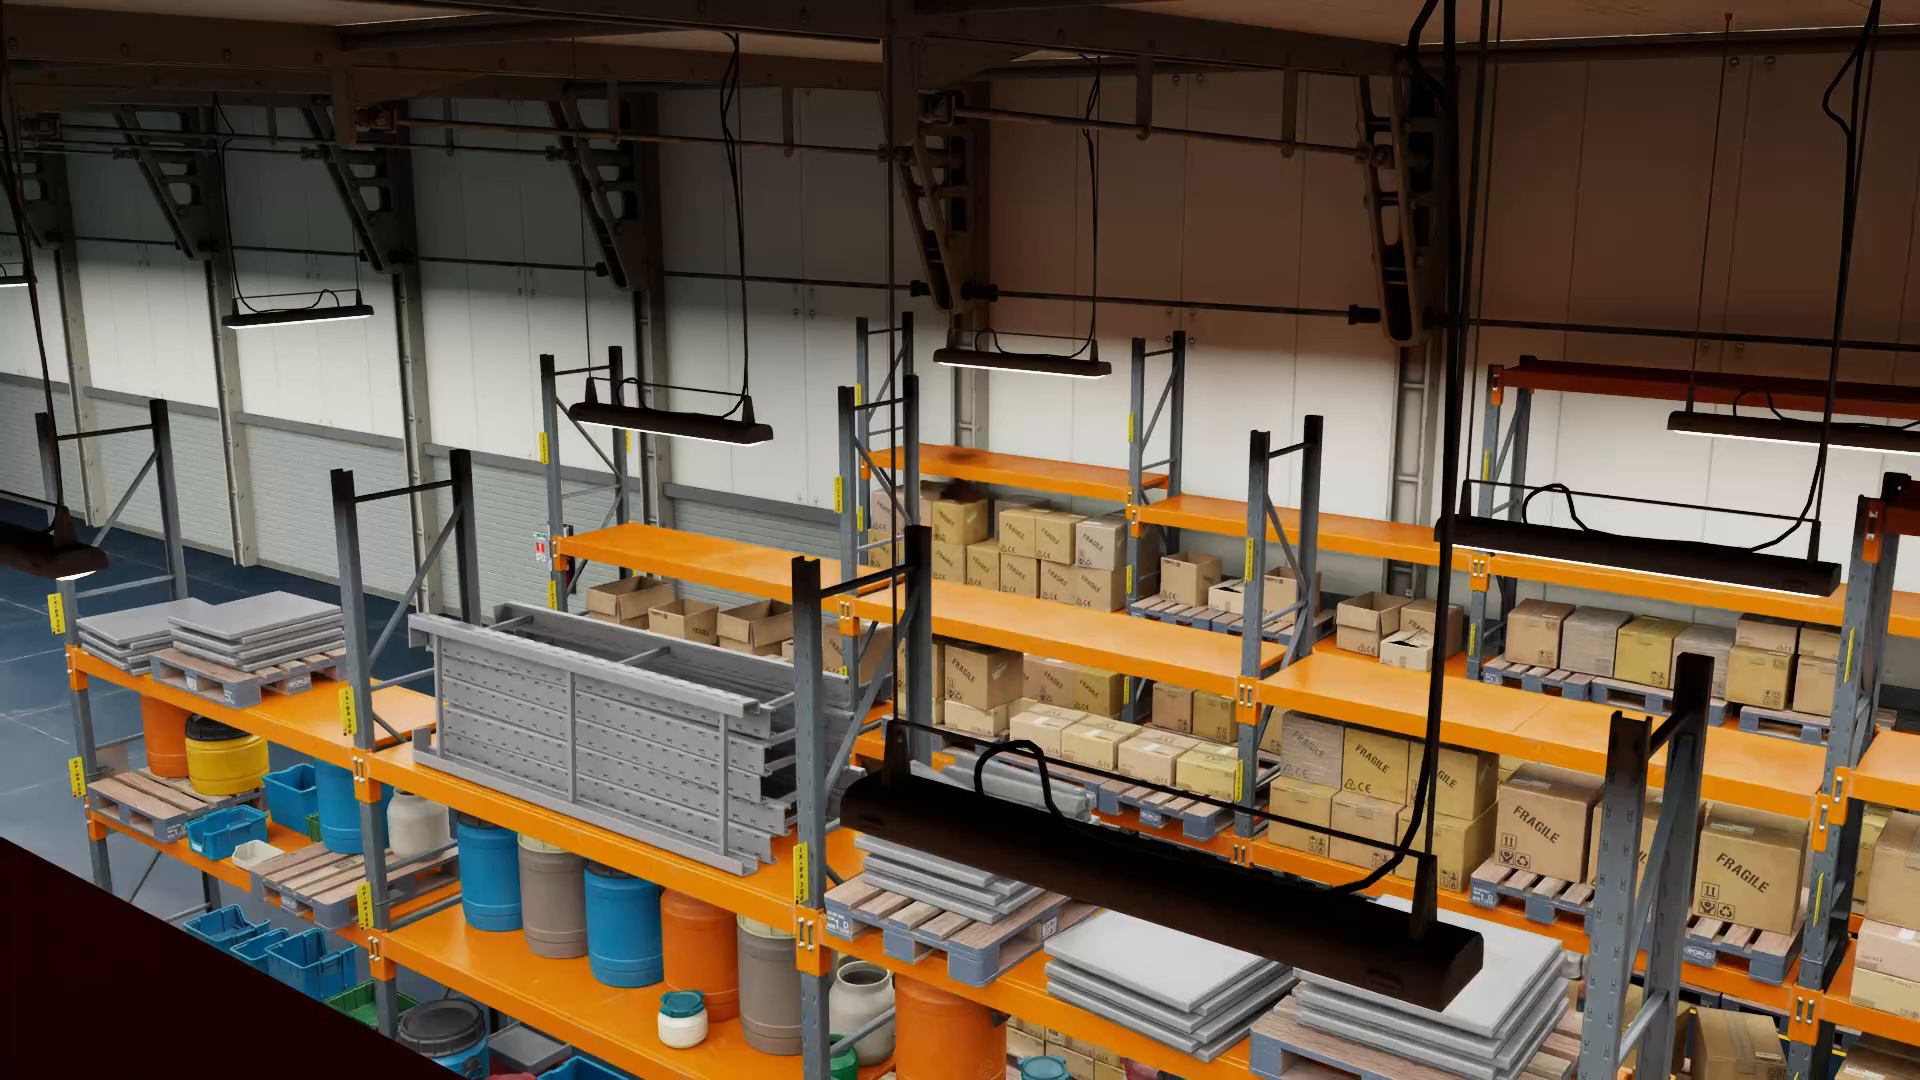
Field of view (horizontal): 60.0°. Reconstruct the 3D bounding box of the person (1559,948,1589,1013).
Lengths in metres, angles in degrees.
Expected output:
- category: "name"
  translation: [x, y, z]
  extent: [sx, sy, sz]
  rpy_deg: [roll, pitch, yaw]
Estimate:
- category: "person"
  translation: [5.411, 3.838, 14.850]
  extent: [0.400, 1.799, 0.594]
  rpy_deg: [-9, 16, -33]
